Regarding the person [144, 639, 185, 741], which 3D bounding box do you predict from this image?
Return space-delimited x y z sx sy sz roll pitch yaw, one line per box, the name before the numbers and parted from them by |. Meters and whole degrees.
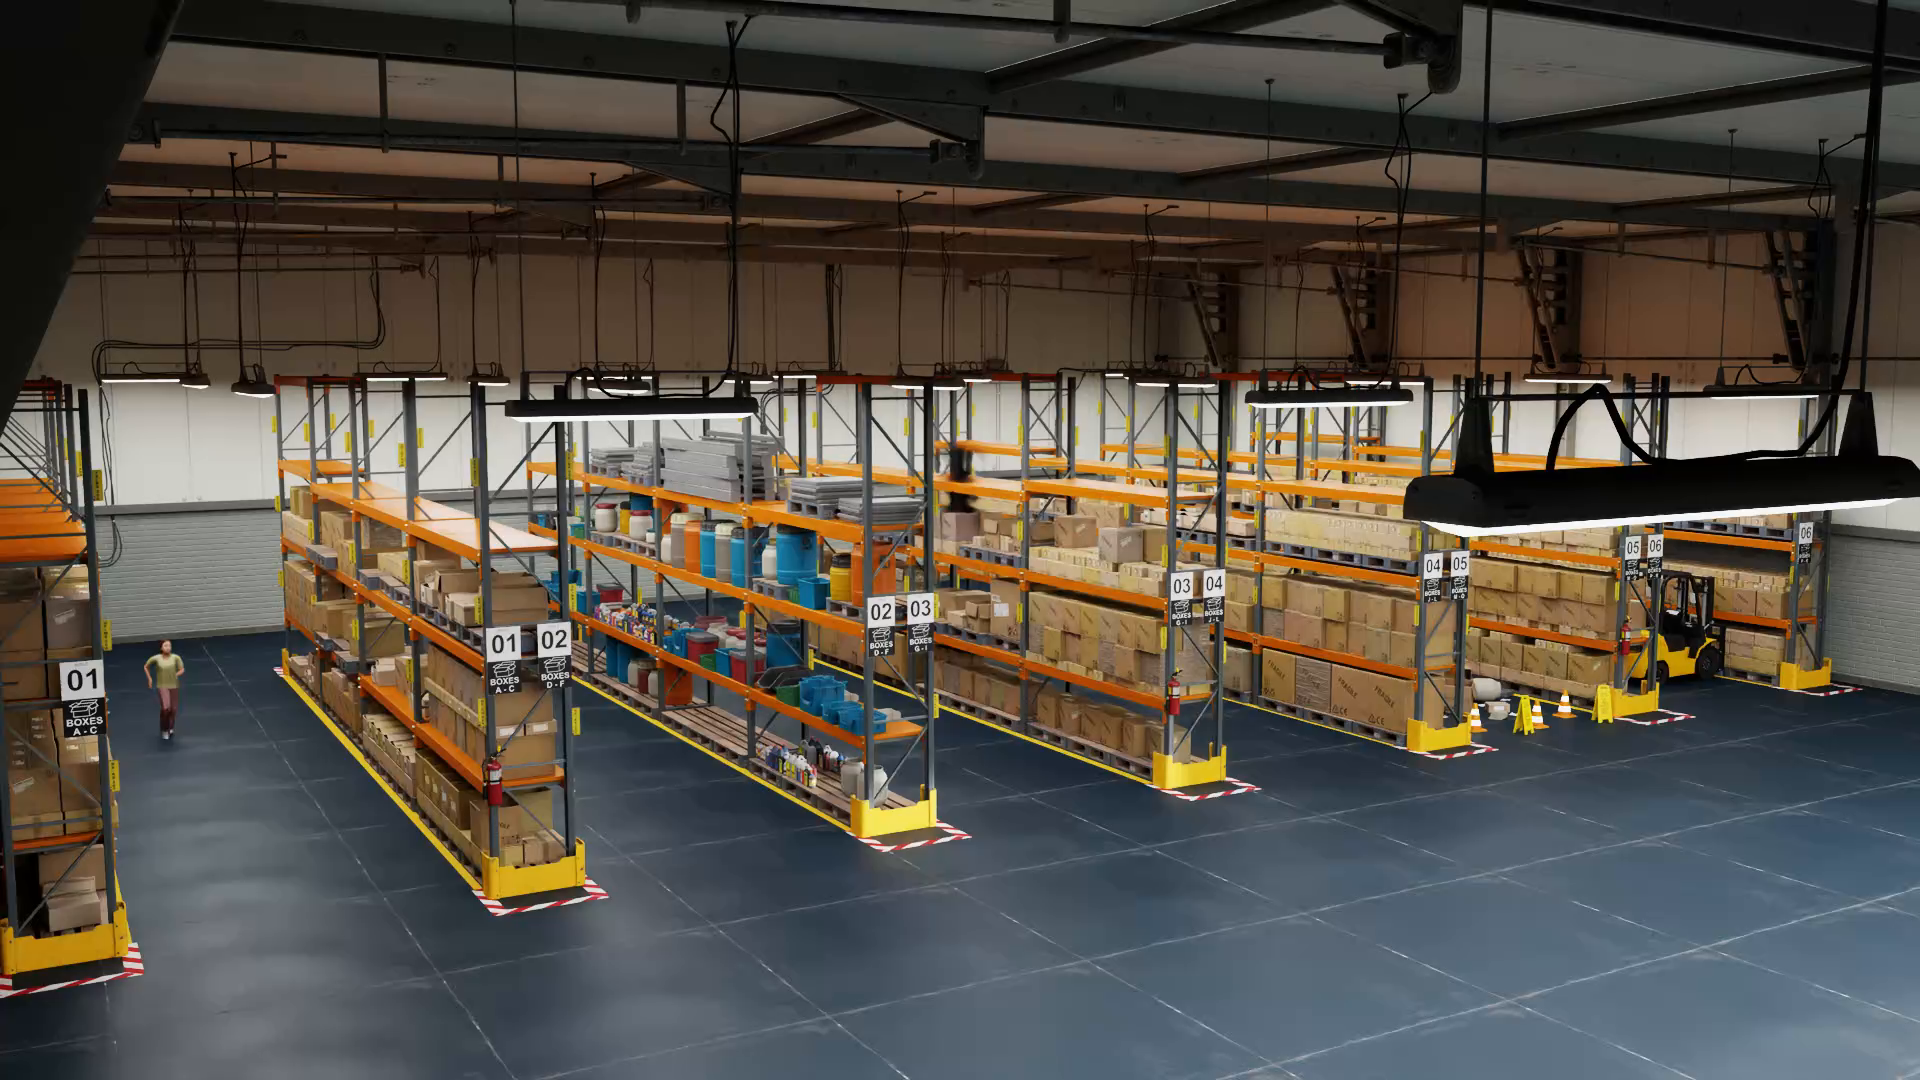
person | -13.177 2.480 27.637 0.569 1.689 0.688 -5 8 -40
